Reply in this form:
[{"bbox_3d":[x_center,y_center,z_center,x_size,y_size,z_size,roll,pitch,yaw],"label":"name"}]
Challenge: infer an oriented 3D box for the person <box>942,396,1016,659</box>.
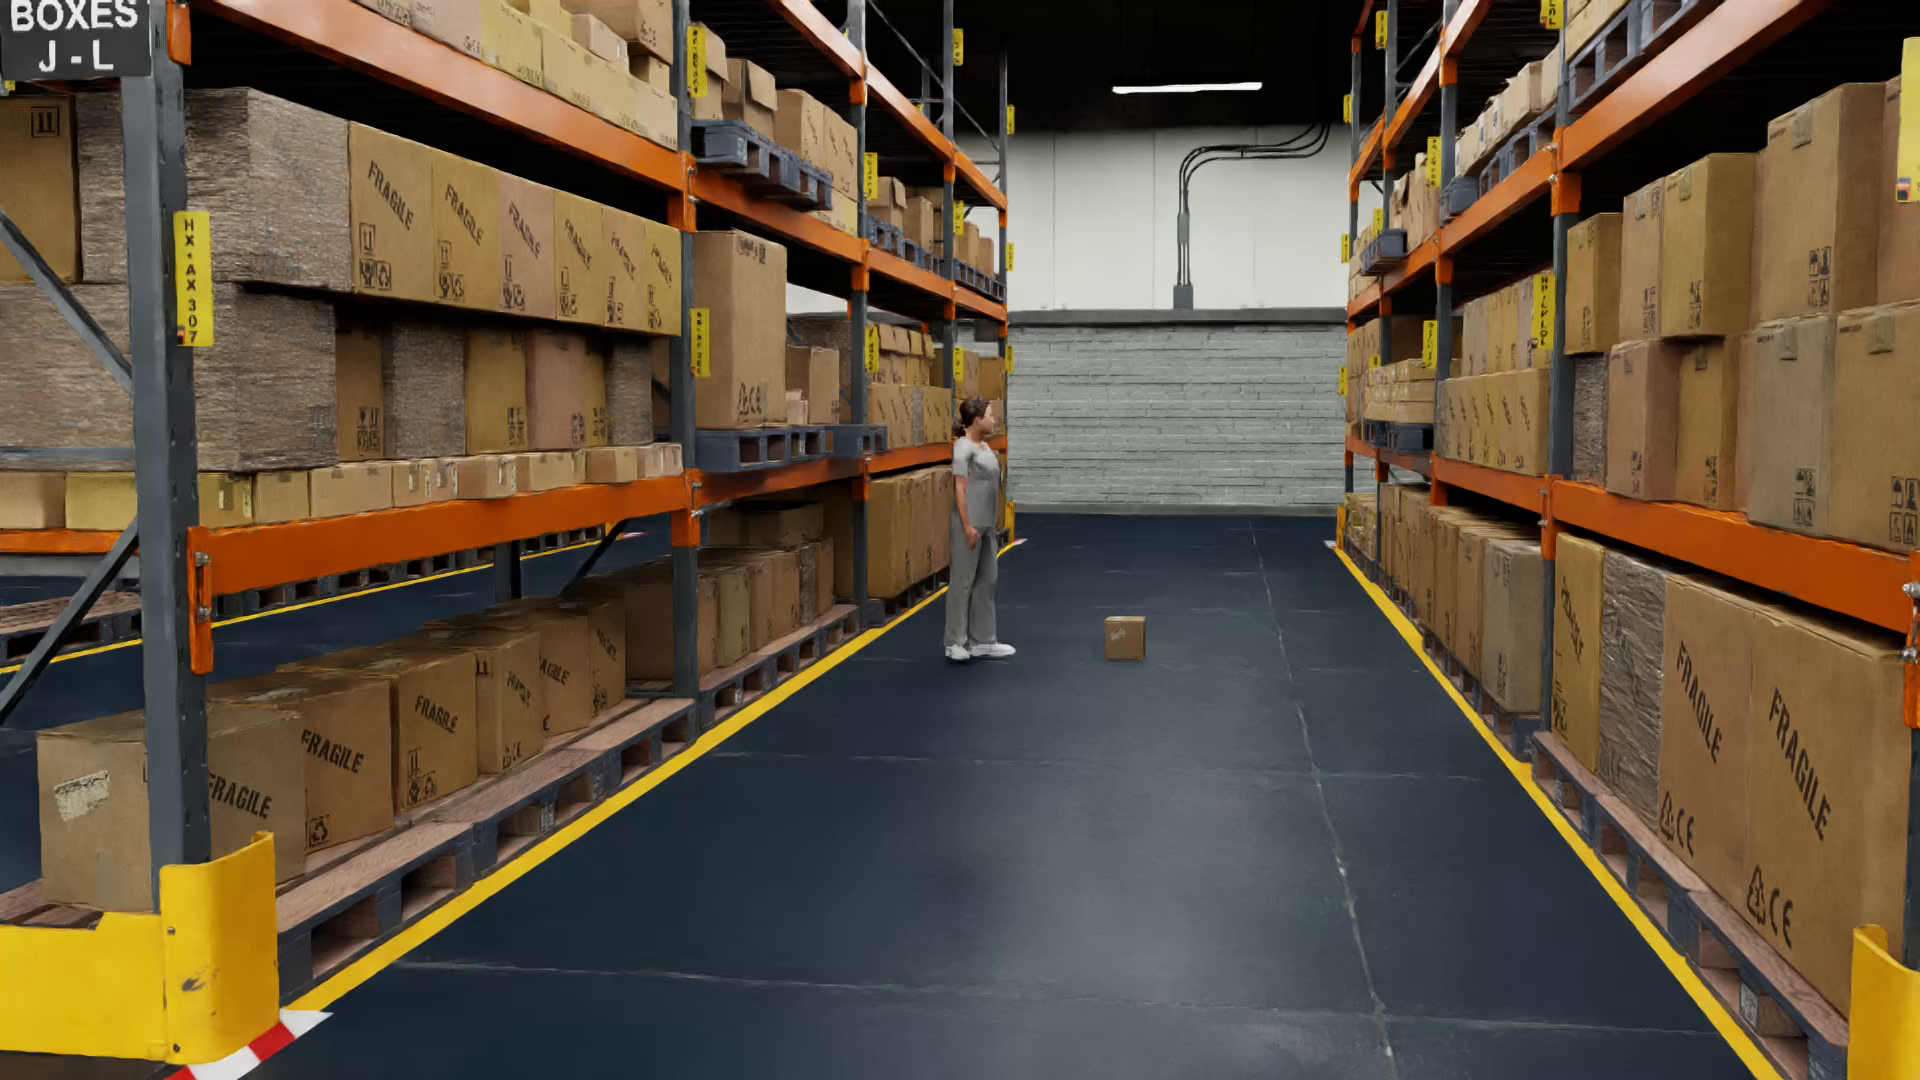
[{"bbox_3d":[0.100,-0.073,10.635,0.403,1.654,0.462,3,5,29],"label":"person"}]
